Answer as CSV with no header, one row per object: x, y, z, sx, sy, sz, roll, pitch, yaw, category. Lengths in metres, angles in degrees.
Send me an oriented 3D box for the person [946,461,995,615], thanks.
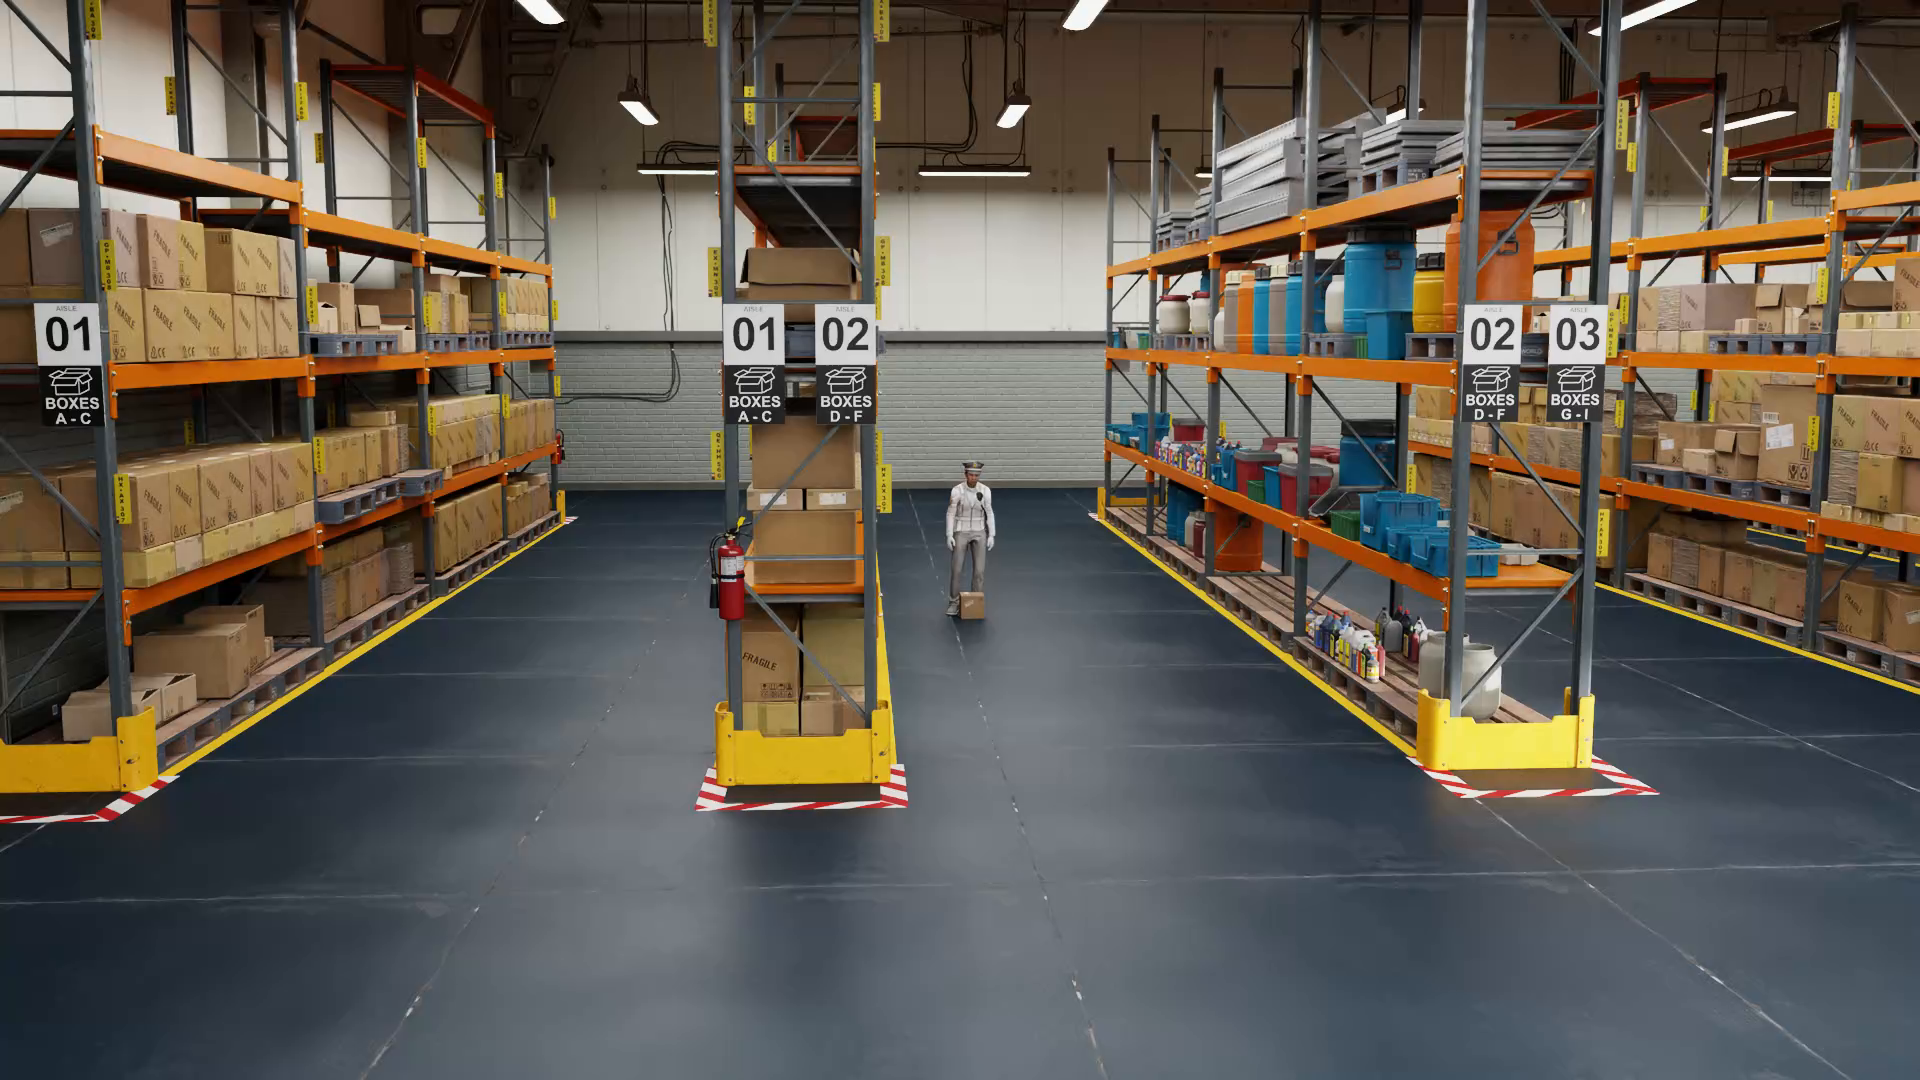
0.114,-0.028,17.950,0.547,1.666,0.410,-1,7,-7,person
